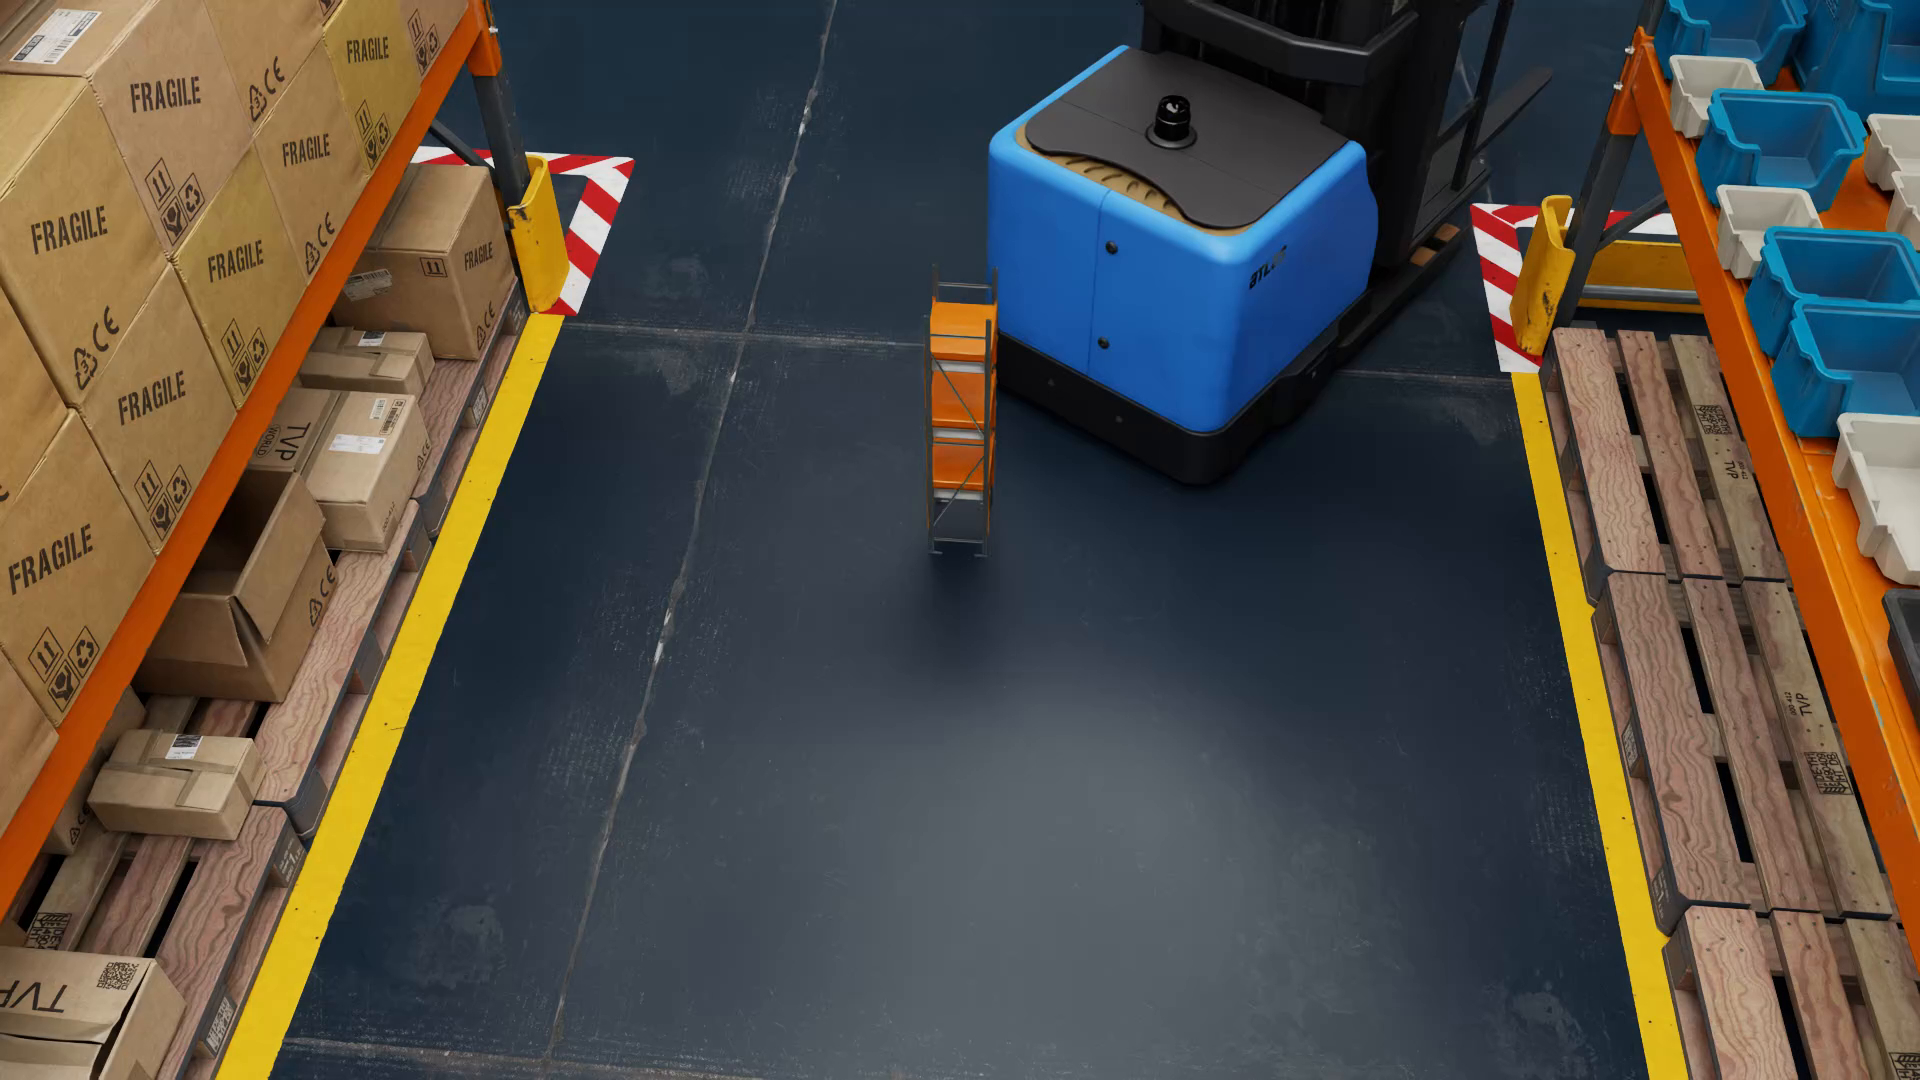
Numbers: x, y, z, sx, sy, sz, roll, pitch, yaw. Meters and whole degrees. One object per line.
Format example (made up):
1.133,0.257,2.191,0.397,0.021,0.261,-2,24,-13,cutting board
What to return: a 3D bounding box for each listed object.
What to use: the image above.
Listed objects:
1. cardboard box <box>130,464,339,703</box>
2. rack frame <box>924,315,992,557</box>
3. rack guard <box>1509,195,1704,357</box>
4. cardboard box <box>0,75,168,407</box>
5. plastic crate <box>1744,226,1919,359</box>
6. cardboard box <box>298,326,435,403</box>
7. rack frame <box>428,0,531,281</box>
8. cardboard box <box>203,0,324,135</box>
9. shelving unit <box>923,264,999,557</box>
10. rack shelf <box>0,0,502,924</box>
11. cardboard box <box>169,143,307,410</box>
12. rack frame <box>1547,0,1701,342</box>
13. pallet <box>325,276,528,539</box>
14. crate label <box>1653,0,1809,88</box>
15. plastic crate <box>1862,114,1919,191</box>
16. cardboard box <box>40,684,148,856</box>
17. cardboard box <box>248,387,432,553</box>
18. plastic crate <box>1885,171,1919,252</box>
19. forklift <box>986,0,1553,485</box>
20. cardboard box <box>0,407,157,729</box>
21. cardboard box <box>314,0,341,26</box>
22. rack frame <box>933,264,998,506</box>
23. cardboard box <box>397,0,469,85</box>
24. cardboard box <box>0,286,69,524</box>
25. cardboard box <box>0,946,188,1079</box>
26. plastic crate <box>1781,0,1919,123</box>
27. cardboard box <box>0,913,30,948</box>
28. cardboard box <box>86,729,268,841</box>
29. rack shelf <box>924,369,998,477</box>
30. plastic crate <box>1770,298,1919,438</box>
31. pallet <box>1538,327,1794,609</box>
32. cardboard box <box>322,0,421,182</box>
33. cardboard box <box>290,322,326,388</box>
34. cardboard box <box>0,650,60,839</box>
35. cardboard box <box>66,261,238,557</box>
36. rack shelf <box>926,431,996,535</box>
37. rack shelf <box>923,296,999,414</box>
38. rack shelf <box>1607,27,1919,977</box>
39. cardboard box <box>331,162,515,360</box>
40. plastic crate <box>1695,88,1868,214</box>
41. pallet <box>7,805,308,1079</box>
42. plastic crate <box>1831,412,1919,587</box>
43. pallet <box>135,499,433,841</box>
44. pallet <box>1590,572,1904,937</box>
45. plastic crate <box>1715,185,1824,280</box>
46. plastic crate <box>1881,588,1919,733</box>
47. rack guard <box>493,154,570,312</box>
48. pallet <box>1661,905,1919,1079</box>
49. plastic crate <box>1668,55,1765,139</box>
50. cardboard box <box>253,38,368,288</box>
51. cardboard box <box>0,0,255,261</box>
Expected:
-2.370,0.123,4.998,0.797,0.503,0.637,4,48,4,cardboard box
-0.006,-0.304,5.317,0.200,1.050,0.008,4,48,4,rack frame
2.750,-0.968,6.297,1.175,0.500,0.348,4,48,4,rack guard
-2.119,-0.645,3.562,0.500,0.500,0.500,3,48,2,cardboard box
2.291,-0.630,4.367,0.416,0.233,0.300,4,48,4,plastic crate
-2.102,-0.614,5.901,0.380,0.166,0.250,4,48,4,cardboard box
-2.172,-2.129,5.665,1.000,3.000,0.127,4,48,4,rack frame
-2.026,-1.402,4.255,0.500,0.500,0.500,5,48,5,cardboard box
0.005,-0.394,5.399,0.215,1.050,0.252,4,48,4,shelving unit
-2.354,-0.417,4.586,1.077,0.370,4.000,4,48,4,rack shelf
-2.082,-0.698,4.288,0.500,0.500,0.500,3,48,3,cardboard box
2.761,-1.794,5.358,1.000,3.000,0.127,4,48,4,rack frame
-2.250,-0.546,6.107,1.003,0.211,1.213,4,48,4,pallet
2.411,-1.598,5.252,0.416,0.233,0.303,4,48,4,crate label
2.867,-1.113,4.874,0.396,0.136,0.243,4,48,4,plastic crate
-2.698,0.580,4.711,0.500,0.311,0.500,4,48,4,cardboard box
-2.092,-0.238,5.500,0.500,0.250,0.500,4,48,4,cardboard box
2.826,-0.901,4.680,0.396,0.136,0.243,4,48,4,plastic crate
1.404,-2.210,5.785,1.130,2.935,3.031,31,55,25,forklift
-2.175,0.043,3.610,0.500,0.500,0.500,5,48,4,cardboard box
-1.983,-1.784,4.603,0.500,0.500,0.500,5,48,5,cardboard box
0.016,-0.483,5.481,0.200,1.050,0.008,4,48,4,rack frame
-1.941,-1.816,5.310,0.500,0.500,0.500,5,48,5,cardboard box
-2.166,-0.268,3.217,0.500,0.500,0.500,3,48,2,cardboard box
-2.282,1.275,4.075,0.500,0.311,0.500,4,48,4,cardboard box
2.916,-1.567,5.086,0.616,0.435,0.499,4,48,4,plastic crate
-2.767,1.067,4.137,0.500,0.500,0.500,4,48,4,cardboard box
-2.213,0.687,4.710,0.380,0.166,0.250,4,48,4,cardboard box
0.005,-0.386,5.406,0.215,0.259,0.240,4,48,4,rack shelf
2.263,-0.410,4.165,0.416,0.233,0.300,4,48,4,plastic crate
2.647,-0.249,5.835,1.003,0.211,1.213,4,48,4,pallet
-1.985,-1.434,4.961,0.500,0.500,0.500,4,48,4,cardboard box
-2.549,-0.602,5.833,0.500,0.250,0.500,4,48,4,cardboard box
-2.218,0.420,3.265,0.500,0.500,0.500,5,48,5,cardboard box
-2.127,-0.324,3.946,0.500,0.500,0.500,4,48,3,cardboard box
0.005,-0.199,5.611,0.215,0.259,0.240,4,48,4,rack shelf
0.005,-0.578,5.197,0.215,0.259,0.240,4,48,4,rack shelf
2.579,-0.081,4.279,1.077,0.370,4.000,4,48,4,rack shelf
-1.976,-1.018,6.044,0.500,0.500,0.500,4,48,4,cardboard box
2.351,-1.114,4.809,0.416,0.233,0.300,4,48,4,plastic crate
-2.472,1.246,4.467,1.003,0.211,1.213,4,48,4,pallet
2.256,-0.085,3.933,0.293,0.136,0.466,4,48,4,plastic crate
-2.364,0.348,5.289,1.003,0.211,1.213,4,48,4,pallet
2.533,0.645,5.017,1.003,0.211,1.213,4,48,4,pallet
2.237,-0.837,4.621,0.250,0.136,0.298,4,48,4,plastic crate
2.231,0.378,3.517,0.437,0.125,0.590,4,48,4,plastic crate
-2.178,-1.230,6.536,1.175,0.500,0.348,4,48,4,rack guard
2.425,1.544,4.195,1.003,0.211,1.213,4,48,4,pallet
2.299,-1.335,5.077,0.250,0.136,0.298,4,48,4,plastic crate
-2.036,-1.068,4.626,0.500,0.500,0.500,4,48,4,cardboard box
-2.073,-1.025,3.909,0.500,0.500,0.500,5,48,5,cardboard box
